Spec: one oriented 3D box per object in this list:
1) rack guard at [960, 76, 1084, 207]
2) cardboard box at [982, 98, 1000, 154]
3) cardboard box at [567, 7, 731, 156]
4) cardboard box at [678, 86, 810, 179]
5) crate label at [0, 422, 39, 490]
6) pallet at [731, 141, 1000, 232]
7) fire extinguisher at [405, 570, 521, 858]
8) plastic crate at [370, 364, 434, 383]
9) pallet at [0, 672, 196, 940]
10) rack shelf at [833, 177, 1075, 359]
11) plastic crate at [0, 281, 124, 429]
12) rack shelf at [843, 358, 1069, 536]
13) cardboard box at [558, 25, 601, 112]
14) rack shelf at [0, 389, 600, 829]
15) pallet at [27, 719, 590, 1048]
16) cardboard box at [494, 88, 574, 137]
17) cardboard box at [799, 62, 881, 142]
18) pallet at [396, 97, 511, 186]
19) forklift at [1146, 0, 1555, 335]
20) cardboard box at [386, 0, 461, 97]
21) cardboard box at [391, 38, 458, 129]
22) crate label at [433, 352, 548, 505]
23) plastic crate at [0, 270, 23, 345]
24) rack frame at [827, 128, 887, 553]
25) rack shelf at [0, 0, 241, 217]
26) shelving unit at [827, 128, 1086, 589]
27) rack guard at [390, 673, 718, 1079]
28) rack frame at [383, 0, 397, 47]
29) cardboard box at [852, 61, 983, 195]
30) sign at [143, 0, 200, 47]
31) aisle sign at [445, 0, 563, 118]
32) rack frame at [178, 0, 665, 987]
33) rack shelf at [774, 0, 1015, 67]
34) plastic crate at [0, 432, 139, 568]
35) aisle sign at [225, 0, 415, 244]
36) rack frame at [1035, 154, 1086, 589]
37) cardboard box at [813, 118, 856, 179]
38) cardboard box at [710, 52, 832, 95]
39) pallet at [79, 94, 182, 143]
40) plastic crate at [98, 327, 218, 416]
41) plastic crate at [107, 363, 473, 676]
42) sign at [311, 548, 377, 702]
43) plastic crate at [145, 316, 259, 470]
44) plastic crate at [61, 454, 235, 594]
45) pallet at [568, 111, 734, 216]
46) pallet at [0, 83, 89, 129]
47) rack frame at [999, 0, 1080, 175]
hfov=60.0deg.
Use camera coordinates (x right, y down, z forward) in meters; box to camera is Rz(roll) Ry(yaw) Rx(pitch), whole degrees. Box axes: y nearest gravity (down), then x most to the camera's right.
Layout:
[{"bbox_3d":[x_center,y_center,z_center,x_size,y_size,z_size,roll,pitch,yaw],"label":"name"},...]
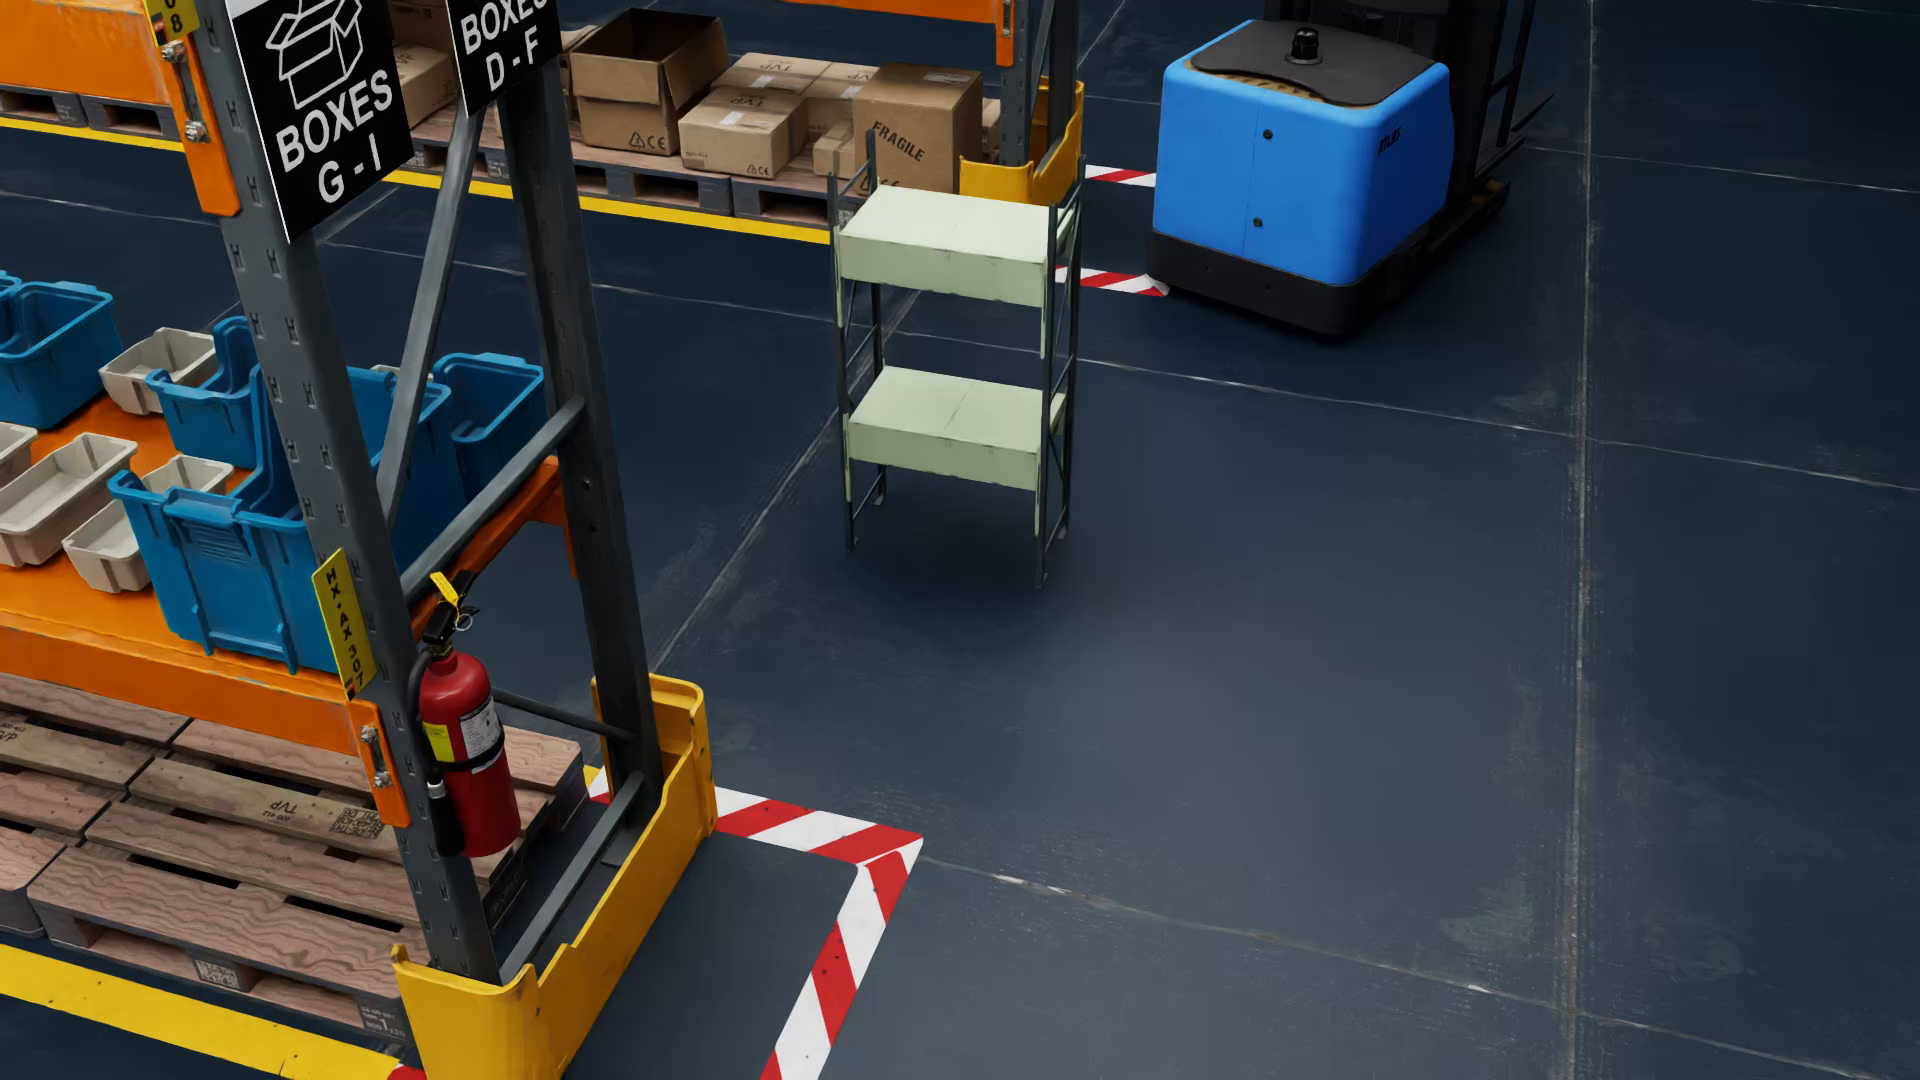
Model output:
[{"bbox_3d":[0.320,-1.884,8.388,0.348,0.500,1.175,10,38,14],"label":"rack guard"},{"bbox_3d":[0.095,-2.175,8.708,0.250,0.149,0.380,10,38,14],"label":"cardboard box"},{"bbox_3d":[-1.631,-2.427,8.752,0.637,0.503,0.797,10,38,14],"label":"cardboard box"},{"bbox_3d":[-1.098,-2.089,8.506,0.500,0.250,0.500,10,38,14],"label":"cardboard box"},{"bbox_3d":[-2.466,-0.130,4.068,0.243,0.136,0.396,10,38,14],"label":"crate label"},{"bbox_3d":[-0.442,-1.908,8.664,1.213,0.211,1.003,10,38,14],"label":"pallet"},{"bbox_3d":[-1.080,0.390,3.570,0.183,0.674,0.296,10,38,14],"label":"fire extinguisher"},{"bbox_3d":[-1.507,-0.327,4.335,0.298,0.136,0.250,10,38,14],"label":"plastic crate"},{"bbox_3d":[-3.025,0.663,5.171,1.213,0.211,1.003,10,38,14],"label":"pallet"},{"bbox_3d":[-0.006,-0.919,5.576,0.720,0.370,0.431,10,38,14],"label":"rack shelf"},{"bbox_3d":[-2.483,-0.495,4.482,0.300,0.233,0.416,10,38,14],"label":"plastic crate"},{"bbox_3d":[-0.006,-0.343,6.000,0.720,0.370,0.431,10,38,14],"label":"rack shelf"},{"bbox_3d":[-2.082,-2.606,9.157,0.500,0.311,0.500,10,38,14],"label":"cardboard box"},{"bbox_3d":[-2.998,-0.139,4.515,4.000,0.370,1.077,10,38,14],"label":"rack shelf"},{"bbox_3d":[-1.864,0.880,4.876,1.213,0.211,1.003,10,38,14],"label":"pallet"},{"bbox_3d":[-2.261,-2.277,8.832,0.250,0.166,0.380,10,38,14],"label":"cardboard box"},{"bbox_3d":[-0.520,-2.292,8.782,0.500,0.250,0.500,10,38,14],"label":"cardboard box"},{"bbox_3d":[-2.771,-2.339,9.250,1.213,0.211,1.003,10,38,14],"label":"pallet"},{"bbox_3d":[2.155,-2.912,7.734,1.130,2.935,3.031,24,42,29],"label":"forklift"},{"bbox_3d":[-2.798,-2.815,9.281,0.500,0.500,0.500,10,38,14],"label":"cardboard box"},{"bbox_3d":[-3.090,-2.482,8.989,0.500,0.311,0.500,10,38,14],"label":"cardboard box"},{"bbox_3d":[-1.226,-0.262,4.166,0.303,0.233,0.416,10,38,14],"label":"crate label"},{"bbox_3d":[-2.769,-0.548,4.554,0.300,0.233,0.416,10,38,14],"label":"plastic crate"},{"bbox_3d":[-0.356,-0.670,5.895,0.023,1.500,0.400,10,38,14],"label":"rack frame"},{"bbox_3d":[-2.998,-1.347,3.626,4.000,0.370,1.077,10,38,14],"label":"rack shelf"},{"bbox_3d":[-0.006,-0.605,5.807,0.755,1.500,0.431,10,38,14],"label":"shelving unit"},{"bbox_3d":[-1.062,0.928,4.567,0.348,0.500,1.175,10,38,14],"label":"rack guard"},{"bbox_3d":[-3.426,-3.584,8.589,0.127,3.000,1.000,10,38,14],"label":"rack frame"},{"bbox_3d":[-0.200,-2.004,8.180,0.500,0.500,0.500,10,38,14],"label":"cardboard box"},{"bbox_3d":[-1.237,-0.927,2.537,0.005,0.325,0.100,10,38,14],"label":"sign"},{"bbox_3d":[-0.931,-1.278,3.262,0.004,0.787,0.394,10,38,14],"label":"aisle sign"},{"bbox_3d":[-1.089,-0.075,3.822,0.127,3.000,1.000,10,38,14],"label":"rack frame"},{"bbox_3d":[-1.517,-2.941,8.322,4.000,0.370,1.077,10,38,14],"label":"rack shelf"},{"bbox_3d":[-2.193,-0.094,4.020,0.243,0.136,0.396,10,38,14],"label":"plastic crate"},{"bbox_3d":[-1.107,-0.944,2.809,0.004,0.787,0.394,10,38,14],"label":"aisle sign"},{"bbox_3d":[0.343,-0.541,5.719,0.023,1.500,0.400,10,38,14],"label":"rack frame"},{"bbox_3d":[-0.560,-1.993,8.446,0.250,0.166,0.380,10,38,14],"label":"cardboard box"},{"bbox_3d":[-0.997,-2.380,8.902,0.500,0.250,0.500,10,38,14],"label":"cardboard box"},{"bbox_3d":[-4.214,-2.584,9.582,1.213,0.211,1.003,10,38,14],"label":"pallet"},{"bbox_3d":[-2.155,-0.447,4.498,0.298,0.136,0.250,10,38,14],"label":"plastic crate"},{"bbox_3d":[-1.464,-0.067,3.730,0.499,0.435,0.616,10,38,14],"label":"plastic crate"},{"bbox_3d":[-1.237,0.173,3.347,0.005,0.325,0.100,10,38,14],"label":"sign"},{"bbox_3d":[-1.854,-0.378,4.324,0.300,0.233,0.416,10,38,14],"label":"plastic crate"},{"bbox_3d":[-1.921,-0.035,3.939,0.243,0.136,0.396,10,38,14],"label":"plastic crate"},{"bbox_3d":[-1.602,-2.125,8.959,1.213,0.211,1.003,10,38,14],"label":"pallet"},{"bbox_3d":[-5.382,-2.798,9.874,1.213,0.211,1.003,10,38,14],"label":"pallet"},{"bbox_3d":[0.392,-2.877,7.629,0.127,3.000,1.000,10,38,14],"label":"rack frame"}]
